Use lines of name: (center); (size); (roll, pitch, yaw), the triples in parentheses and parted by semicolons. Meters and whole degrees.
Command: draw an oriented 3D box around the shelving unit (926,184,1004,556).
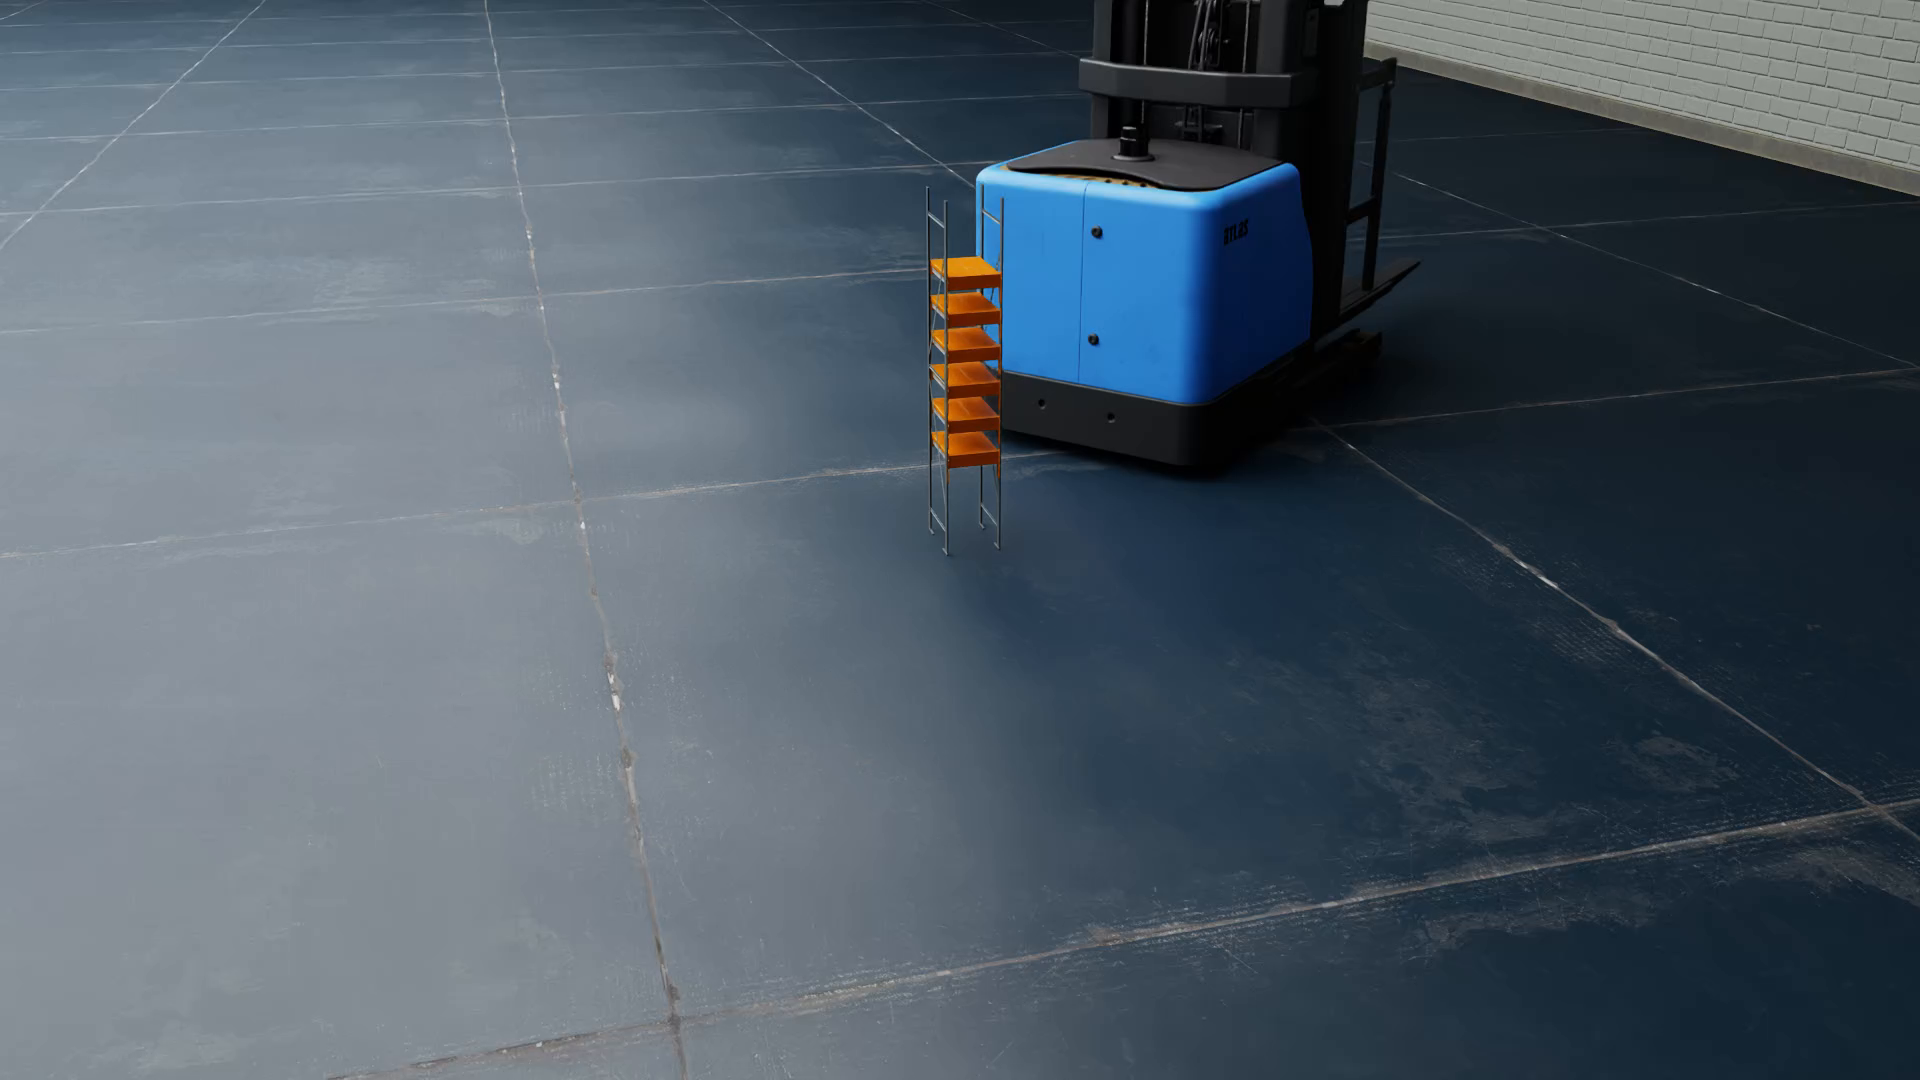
shelving unit: (0.014, -0.553, 5.517); (0.189, 1.200, 0.258); (-6, 24, -14)

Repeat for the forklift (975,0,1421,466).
forklift: (1.265, -2.154, 7.052); (1.130, 2.935, 3.031); (14, 27, 30)

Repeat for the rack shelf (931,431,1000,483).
rack shelf: (0.014, -0.292, 5.629); (0.180, 0.103, 0.258); (-6, 24, -14)

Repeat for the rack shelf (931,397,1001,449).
rack shelf: (0.014, -0.402, 5.582); (0.180, 0.103, 0.258); (-6, 24, -14)

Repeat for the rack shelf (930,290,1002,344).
rack shelf: (0.014, -0.733, 5.440); (0.180, 0.103, 0.258); (-6, 24, -14)

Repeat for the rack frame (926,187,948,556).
rack frame: (-0.074, -0.543, 5.494); (0.006, 1.200, 0.240); (-6, 24, -14)

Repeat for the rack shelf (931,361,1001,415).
rack shelf: (0.014, -0.512, 5.535); (0.180, 0.103, 0.258); (-6, 24, -14)

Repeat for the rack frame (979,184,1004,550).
rack frame: (0.102, -0.563, 5.540); (0.006, 1.200, 0.240); (-6, 24, -14)

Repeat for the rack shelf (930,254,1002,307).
rack shelf: (0.014, -0.843, 5.393); (0.180, 0.103, 0.258); (-6, 24, -14)

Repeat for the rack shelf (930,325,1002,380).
rack shelf: (0.014, -0.622, 5.487); (0.180, 0.103, 0.258); (-6, 24, -14)
